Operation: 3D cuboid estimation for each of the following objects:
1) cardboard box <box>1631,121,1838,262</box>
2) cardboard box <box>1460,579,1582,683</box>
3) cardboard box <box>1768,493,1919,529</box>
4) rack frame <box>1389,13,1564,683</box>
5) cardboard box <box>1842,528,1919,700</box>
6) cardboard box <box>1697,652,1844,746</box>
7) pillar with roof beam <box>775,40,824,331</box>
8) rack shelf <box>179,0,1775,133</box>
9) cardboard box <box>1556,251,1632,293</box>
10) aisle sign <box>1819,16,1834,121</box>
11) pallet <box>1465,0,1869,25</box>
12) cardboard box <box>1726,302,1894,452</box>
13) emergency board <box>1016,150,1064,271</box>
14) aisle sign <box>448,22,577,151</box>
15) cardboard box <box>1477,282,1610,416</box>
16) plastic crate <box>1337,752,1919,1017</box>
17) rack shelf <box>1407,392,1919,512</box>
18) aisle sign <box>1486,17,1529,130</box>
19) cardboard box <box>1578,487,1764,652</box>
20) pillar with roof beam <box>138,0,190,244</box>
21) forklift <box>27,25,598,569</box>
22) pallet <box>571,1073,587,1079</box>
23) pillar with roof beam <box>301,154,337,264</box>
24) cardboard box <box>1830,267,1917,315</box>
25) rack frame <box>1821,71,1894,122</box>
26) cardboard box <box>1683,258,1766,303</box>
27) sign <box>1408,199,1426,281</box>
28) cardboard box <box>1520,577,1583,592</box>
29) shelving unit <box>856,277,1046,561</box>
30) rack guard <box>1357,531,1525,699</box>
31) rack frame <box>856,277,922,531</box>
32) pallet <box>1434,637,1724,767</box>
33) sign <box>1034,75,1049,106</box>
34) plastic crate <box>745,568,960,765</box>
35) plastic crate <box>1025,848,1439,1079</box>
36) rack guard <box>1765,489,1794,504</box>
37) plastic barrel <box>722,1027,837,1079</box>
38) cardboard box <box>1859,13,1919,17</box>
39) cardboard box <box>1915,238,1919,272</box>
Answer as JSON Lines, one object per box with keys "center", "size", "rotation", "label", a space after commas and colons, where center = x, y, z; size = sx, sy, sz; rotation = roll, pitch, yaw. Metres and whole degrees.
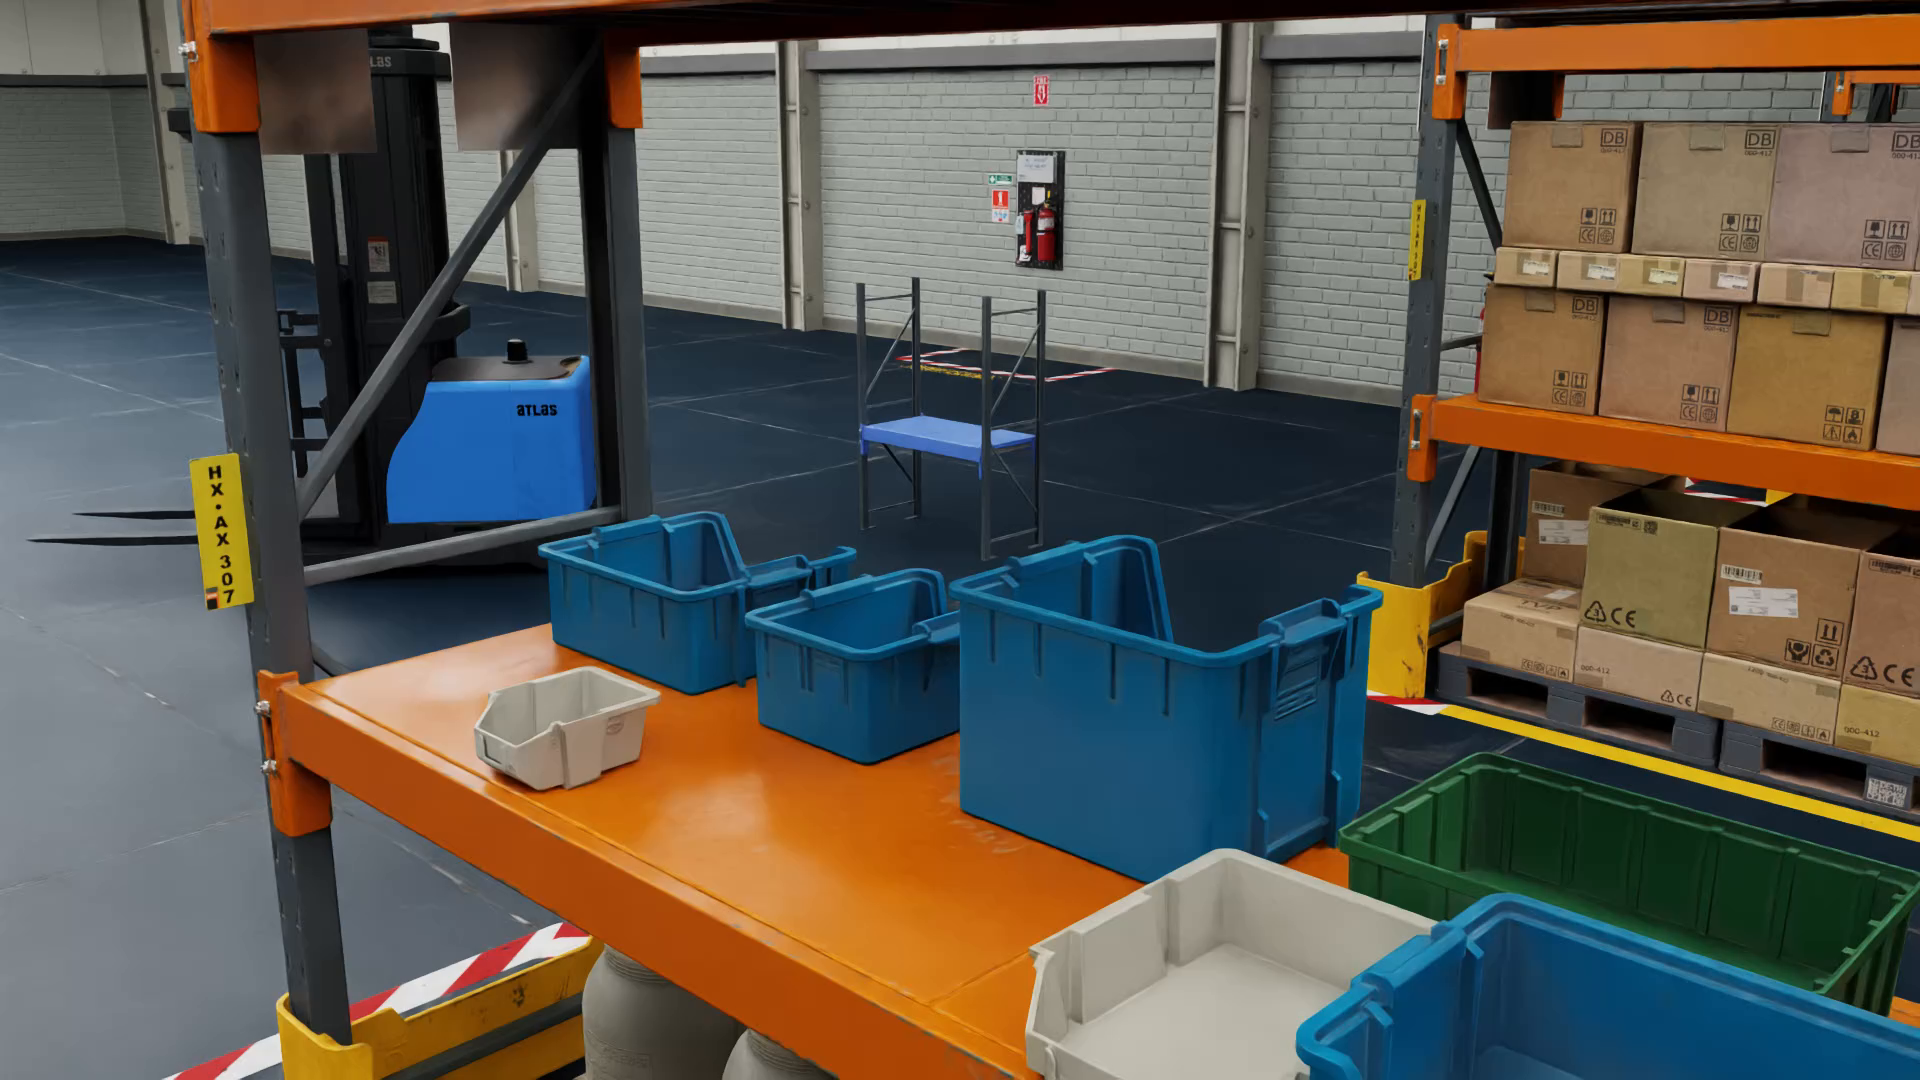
{"center": [3.022, -1.372, 6.478], "size": [0.500, 0.500, 0.700], "rotation": [13, 19, 41], "label": "cardboard box"}
{"center": [2.506, 0.381, 7.140], "size": [0.500, 0.250, 0.500], "rotation": [14, 20, 42], "label": "cardboard box"}
{"center": [3.597, 0.096, 6.746], "size": [0.500, 0.500, 0.500], "rotation": [14, 20, 42], "label": "cardboard box"}
{"center": [2.274, -0.880, 7.361], "size": [0.127, 3.000, 1.000], "rotation": [14, 20, 42], "label": "rack frame"}
{"center": [3.584, 0.281, 6.036], "size": [0.500, 0.500, 0.500], "rotation": [14, 20, 42], "label": "cardboard box"}
{"center": [3.228, 0.556, 6.471], "size": [0.500, 0.250, 0.500], "rotation": [14, 20, 42], "label": "cardboard box"}
{"center": [-4.813, -6.036, 15.252], "size": [0.400, 9.000, 9.100], "rotation": [14, 20, 42], "label": "pillar with roof beam"}
{"center": [0.273, -0.735, 2.282], "size": [4.000, 0.370, 1.077], "rotation": [14, 20, 42], "label": "rack shelf"}
{"center": [2.599, -1.089, 6.678], "size": [0.250, 0.149, 0.380], "rotation": [13, 19, 41], "label": "cardboard box"}
{"center": [5.450, -2.996, 10.326], "size": [0.004, 0.787, 0.394], "rotation": [14, 20, 42], "label": "aisle sign"}
{"center": [2.765, -2.161, 6.501], "size": [1.213, 0.211, 1.003], "rotation": [14, 20, 42], "label": "pallet"}
{"center": [3.336, -0.666, 6.339], "size": [0.500, 0.500, 0.700], "rotation": [14, 20, 43], "label": "cardboard box"}
{"center": [0.742, -3.304, 16.664], "size": [0.643, 1.169, 0.194], "rotation": [14, 20, 42], "label": "emergency board"}
{"center": [-1.012, -1.306, 3.841], "size": [0.004, 0.787, 0.394], "rotation": [14, 20, 42], "label": "aisle sign"}
{"center": [2.601, -0.845, 7.026], "size": [0.500, 0.500, 0.700], "rotation": [14, 20, 42], "label": "cardboard box"}
{"center": [0.931, 0.532, 2.362], "size": [0.662, 0.188, 0.450], "rotation": [14, 20, 42], "label": "plastic crate"}
{"center": [3.714, -0.182, 6.109], "size": [4.000, 0.370, 1.077], "rotation": [14, 20, 42], "label": "rack shelf"}
{"center": [2.431, -2.203, 7.282], "size": [0.004, 0.787, 0.394], "rotation": [14, 20, 42], "label": "aisle sign"}
{"center": [2.867, 0.106, 6.711], "size": [0.500, 0.500, 0.500], "rotation": [14, 20, 42], "label": "cardboard box"}
{"center": [-17.770, -9.187, 27.342], "size": [0.400, 9.000, 9.100], "rotation": [14, 20, 42], "label": "pillar with roof beam"}
{"center": [-3.612, -1.326, 9.209], "size": [3.031, 2.935, 1.130], "rotation": [-1, 15, -6], "label": "forklift"}
{"center": [-0.498, 1.515, 3.697], "size": [1.213, 0.211, 1.003], "rotation": [14, 20, 42], "label": "pallet"}
{"center": [-13.451, -8.137, 23.312], "size": [0.400, 9.000, 9.100], "rotation": [14, 20, 42], "label": "pillar with roof beam"}
{"center": [3.336, -0.910, 5.990], "size": [0.250, 0.149, 0.380], "rotation": [13, 20, 41], "label": "cardboard box"}
{"center": [5.710, -1.780, 10.815], "size": [0.127, 3.000, 1.000], "rotation": [14, 20, 42], "label": "rack frame"}
{"center": [2.958, -1.001, 6.338], "size": [0.250, 0.149, 0.380], "rotation": [13, 20, 41], "label": "cardboard box"}
{"center": [1.885, -1.238, 6.860], "size": [0.005, 0.325, 0.100], "rotation": [14, 20, 42], "label": "sign"}
{"center": [2.865, 0.287, 7.501], "size": [0.500, 0.250, 0.500], "rotation": [14, 20, 42], "label": "cardboard box"}
{"center": [-0.061, -0.741, 9.800], "size": [1.048, 1.500, 0.538], "rotation": [14, 20, 42], "label": "shelving unit"}
{"center": [2.257, 0.325, 7.693], "size": [0.348, 0.500, 1.175], "rotation": [14, 20, 42], "label": "rack guard"}
{"center": [-0.427, -0.830, 10.142], "size": [0.032, 1.500, 0.500], "rotation": [14, 20, 42], "label": "rack frame"}
{"center": [2.854, 0.595, 7.228], "size": [1.213, 0.211, 1.003], "rotation": [14, 20, 42], "label": "pallet"}
{"center": [0.806, -4.445, 16.446], "size": [0.199, 0.298, 0.001], "rotation": [14, 20, 42], "label": "sign"}
{"center": [-0.135, 0.238, 3.364], "size": [0.408, 0.251, 0.499], "rotation": [14, 20, 42], "label": "plastic crate"}
{"center": [0.368, 0.608, 2.174], "size": [0.437, 0.136, 0.530], "rotation": [14, 20, 42], "label": "plastic crate"}
{"center": [5.764, -0.557, 11.079], "size": [0.348, 0.500, 1.175], "rotation": [14, 20, 42], "label": "rack guard"}
{"center": [-0.279, 1.208, 3.449], "size": [0.421, 0.512, 0.421], "rotation": [0, 15, 0], "label": "plastic barrel"}
{"center": [5.777, -3.186, 10.023], "size": [0.500, 0.500, 0.500], "rotation": [-14, 20, -43], "label": "cardboard box"}
{"center": [3.746, -1.196, 5.803], "size": [0.500, 0.500, 0.700], "rotation": [14, 20, 42], "label": "cardboard box"}
